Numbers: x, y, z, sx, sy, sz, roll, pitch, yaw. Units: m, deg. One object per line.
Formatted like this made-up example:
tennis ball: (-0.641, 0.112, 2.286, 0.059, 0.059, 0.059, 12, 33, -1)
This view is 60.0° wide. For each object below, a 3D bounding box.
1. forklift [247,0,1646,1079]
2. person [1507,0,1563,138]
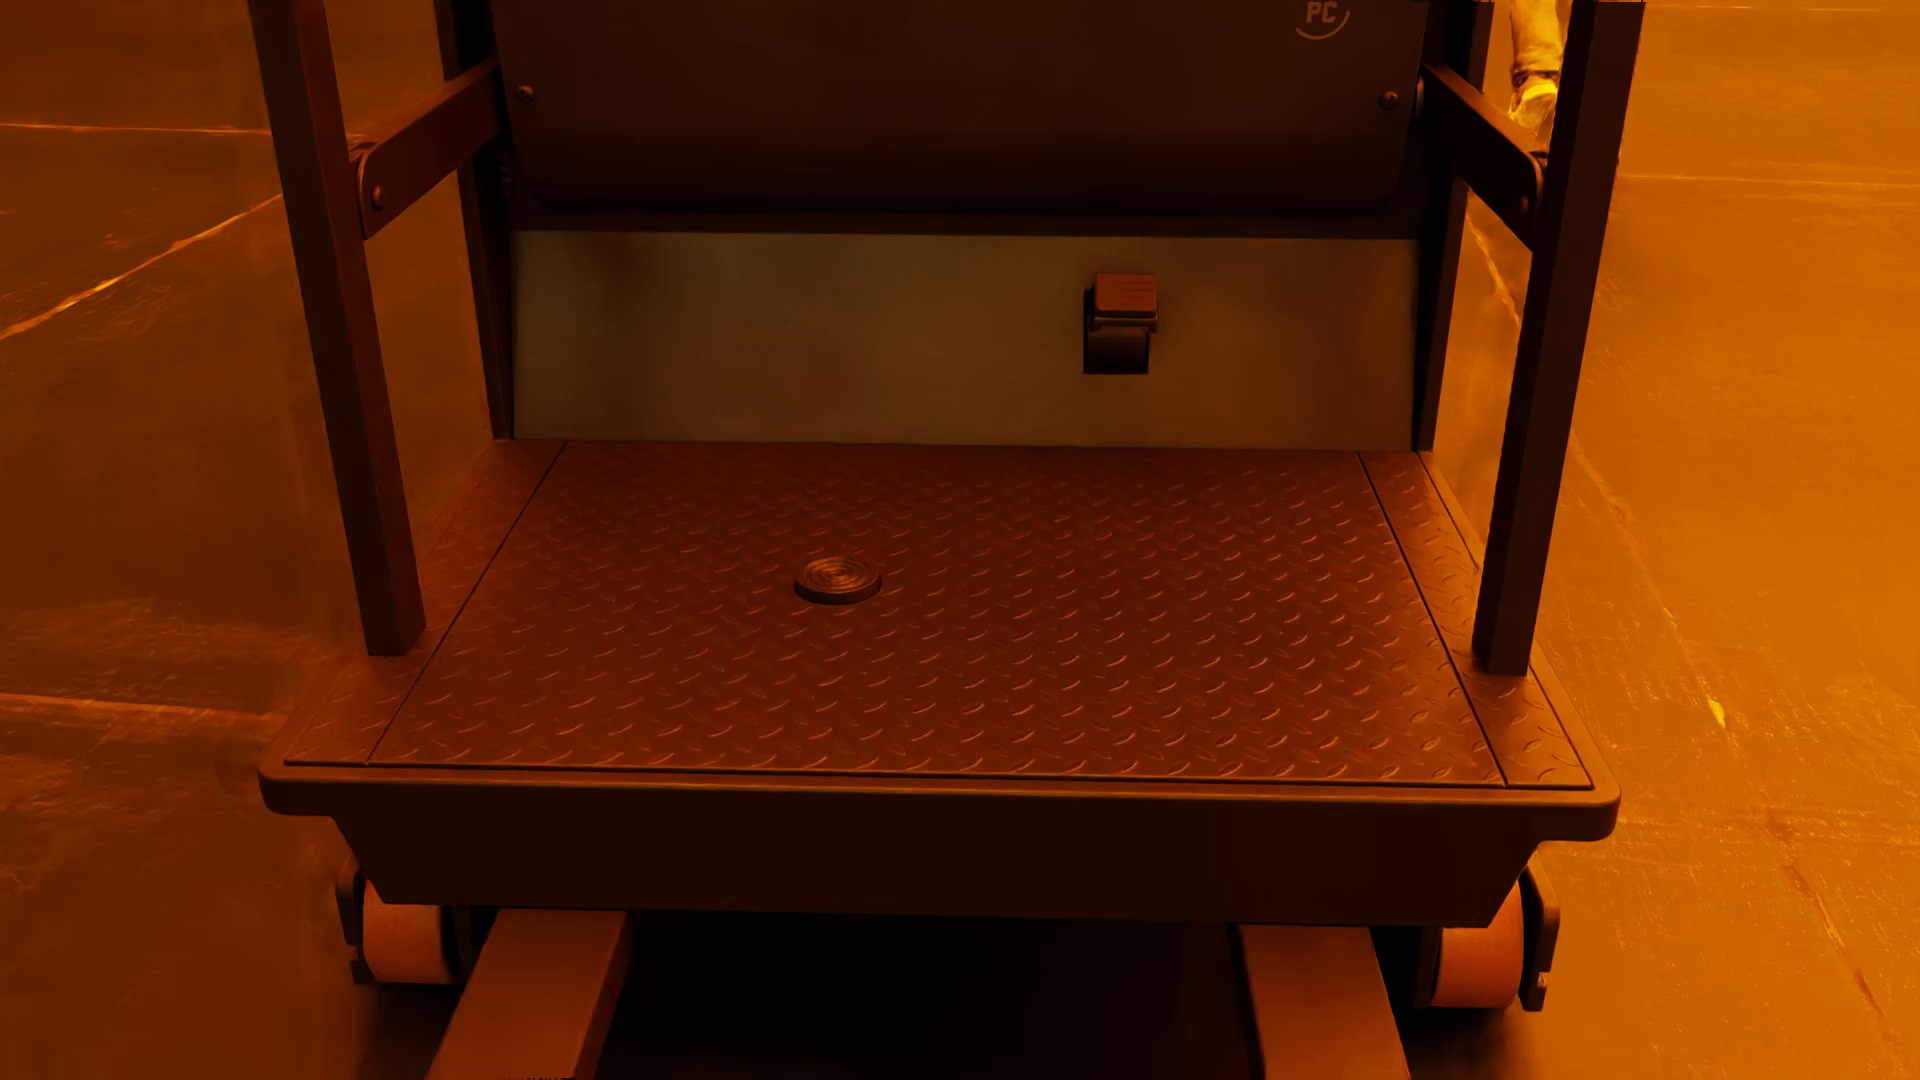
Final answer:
forklift: (-0.008, -1.007, 1.236, 1.130, 2.935, 3.031, 1, 27, 2)
person: (1.656, -1.741, 4.229, 0.582, 1.578, 0.433, 6, 27, 11)
